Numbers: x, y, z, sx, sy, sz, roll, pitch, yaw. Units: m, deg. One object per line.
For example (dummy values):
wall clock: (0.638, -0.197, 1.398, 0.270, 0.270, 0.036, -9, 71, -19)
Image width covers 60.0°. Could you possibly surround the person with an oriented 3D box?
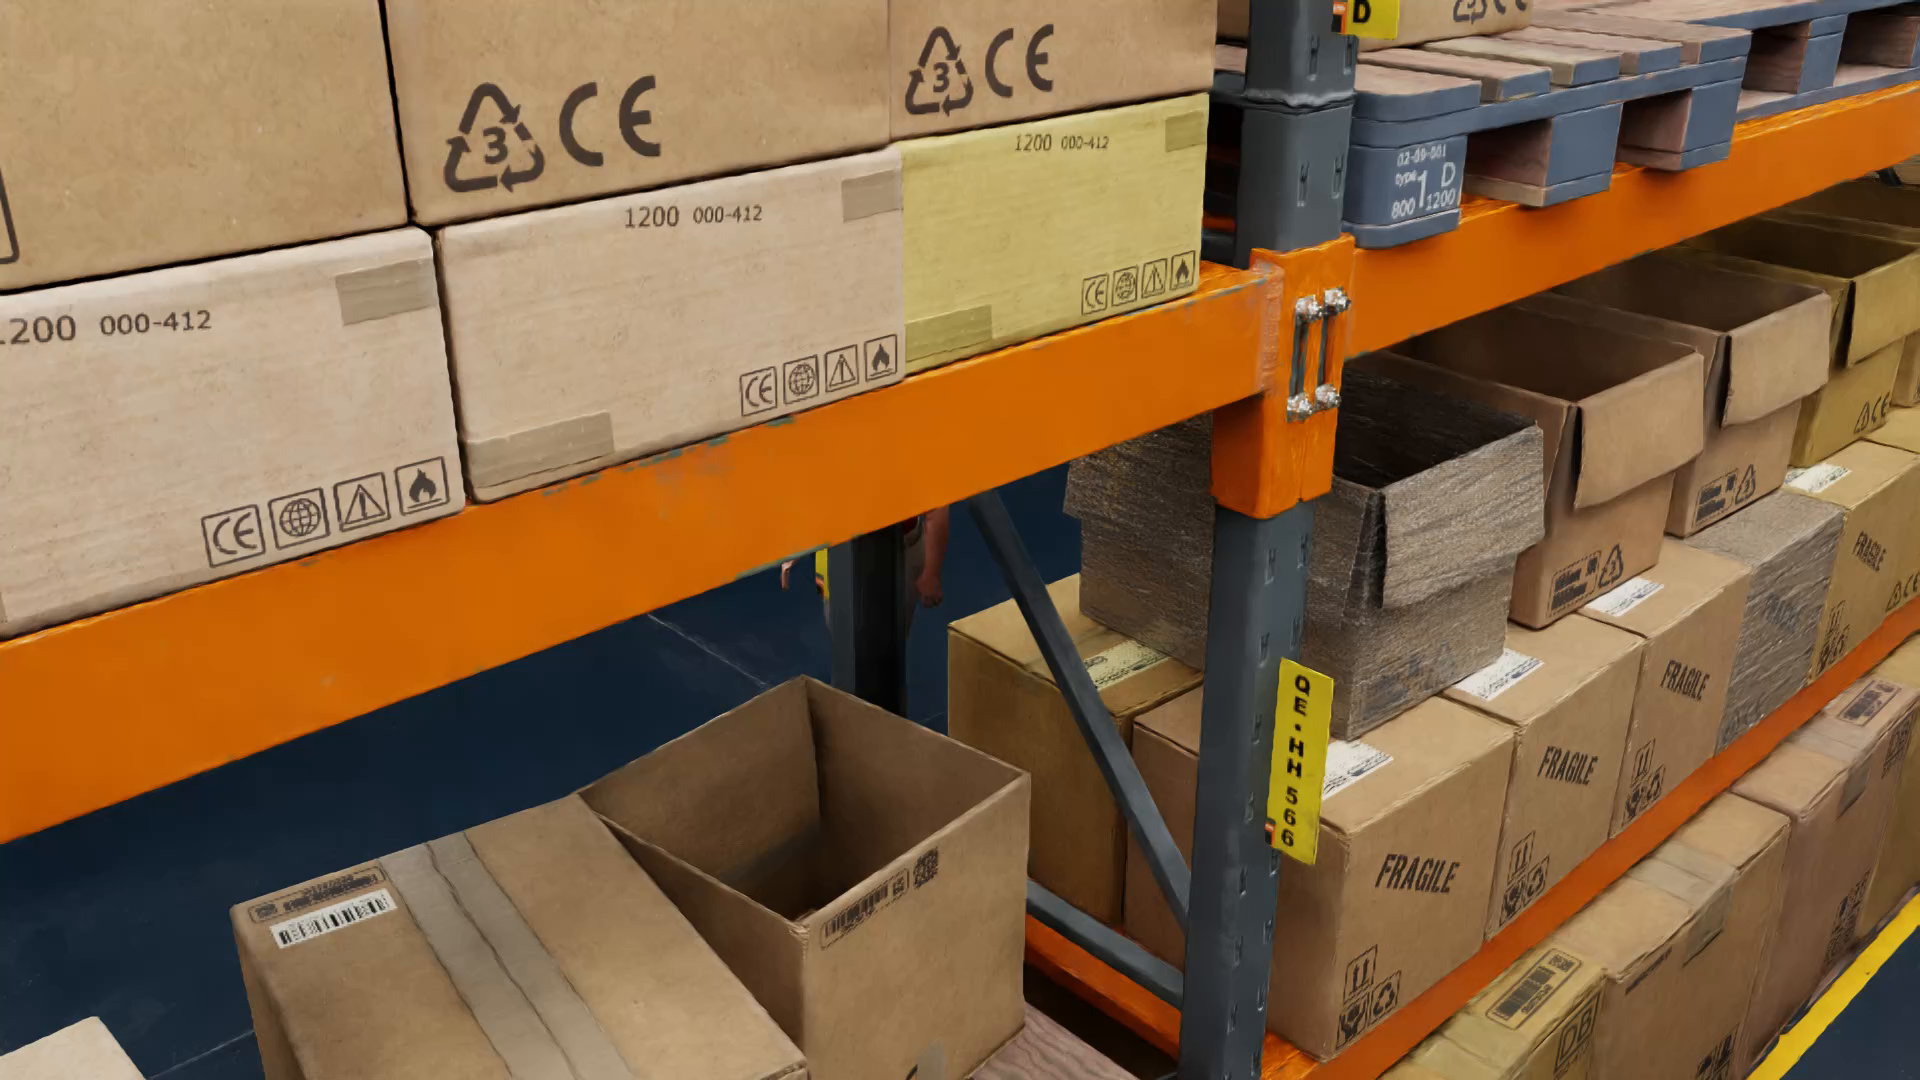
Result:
person: (-0.342, 0.144, 5.876, 0.455, 1.840, 0.559, -21, 32, -39)
